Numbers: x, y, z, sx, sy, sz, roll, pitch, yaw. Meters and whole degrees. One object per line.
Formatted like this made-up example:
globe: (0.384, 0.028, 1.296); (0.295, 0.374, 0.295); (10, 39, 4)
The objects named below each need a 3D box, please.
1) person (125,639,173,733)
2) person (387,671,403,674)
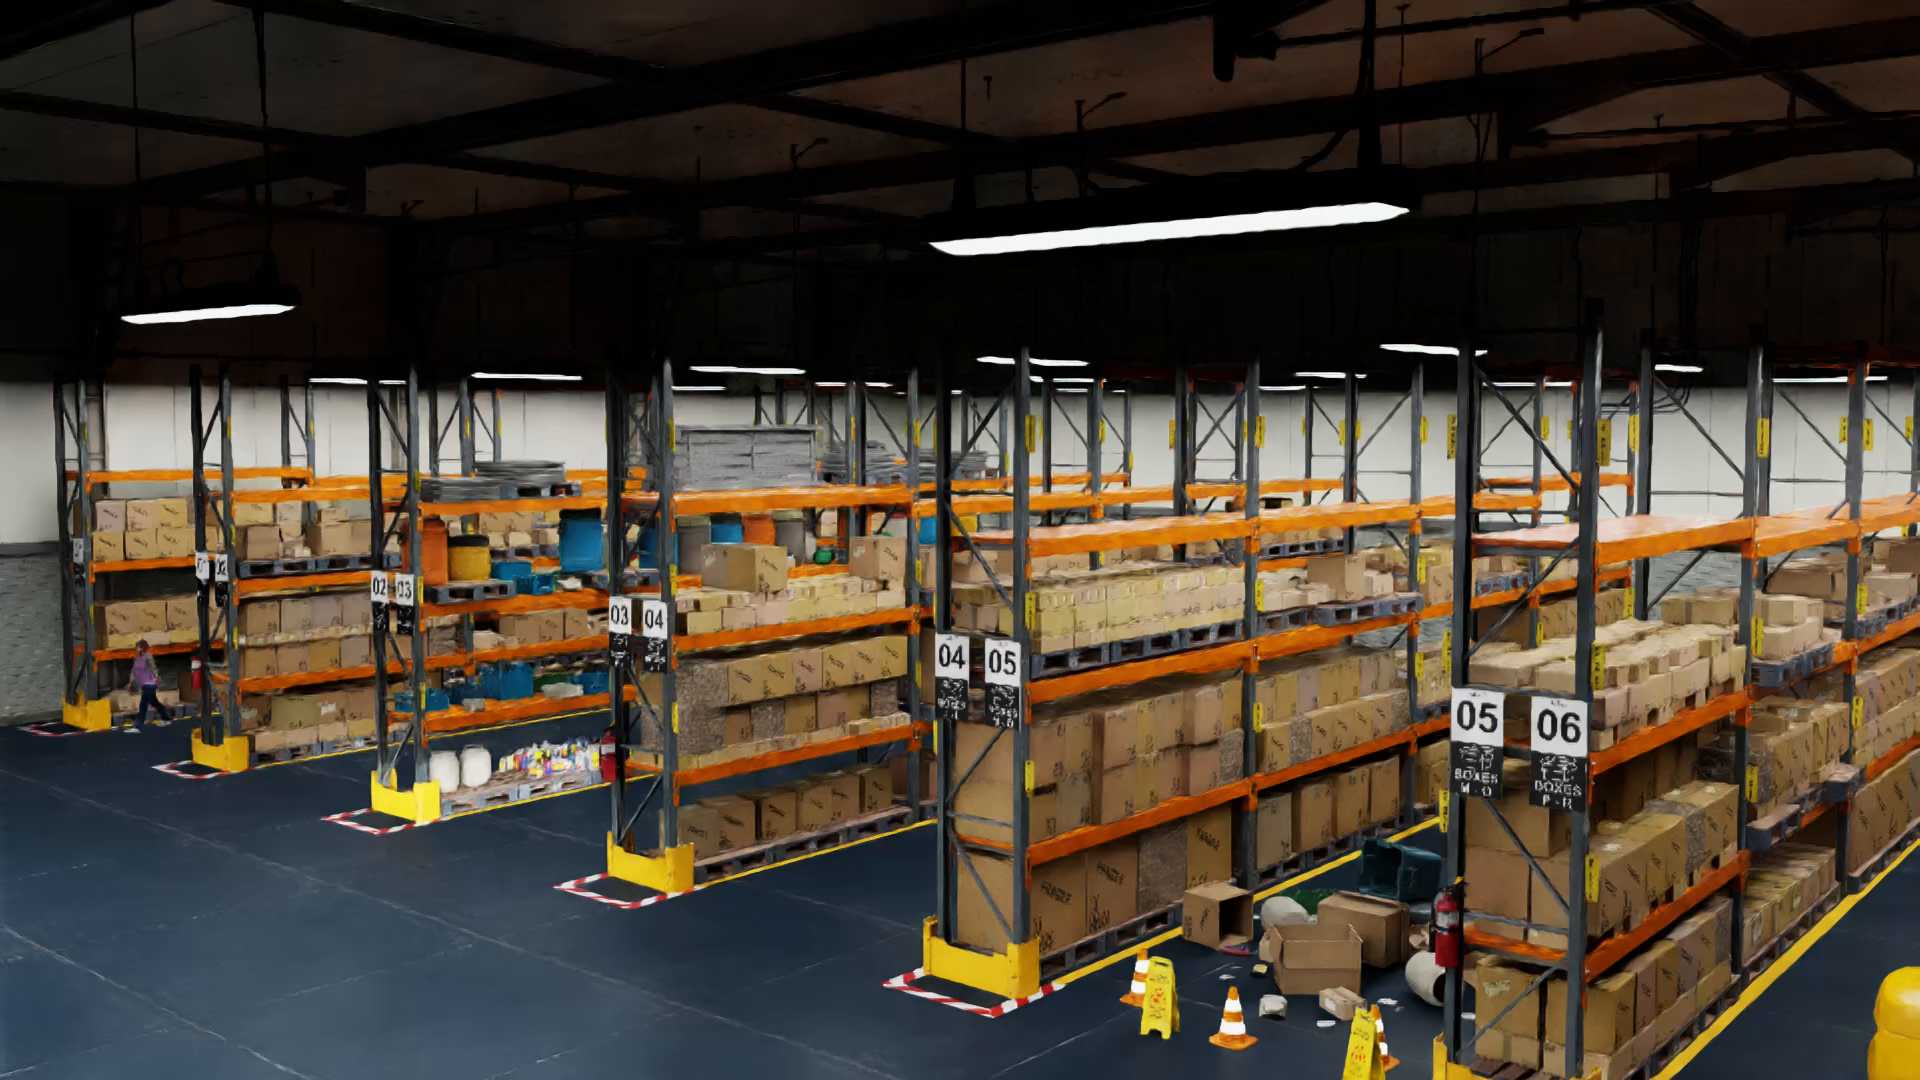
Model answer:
person: (-13.497, 2.396, 27.564); (0.412, 1.533, 0.955); (3, 5, 32)
person: (-9.943, 2.261, 29.100); (0.497, 1.583, 1.080); (4, 6, 42)
